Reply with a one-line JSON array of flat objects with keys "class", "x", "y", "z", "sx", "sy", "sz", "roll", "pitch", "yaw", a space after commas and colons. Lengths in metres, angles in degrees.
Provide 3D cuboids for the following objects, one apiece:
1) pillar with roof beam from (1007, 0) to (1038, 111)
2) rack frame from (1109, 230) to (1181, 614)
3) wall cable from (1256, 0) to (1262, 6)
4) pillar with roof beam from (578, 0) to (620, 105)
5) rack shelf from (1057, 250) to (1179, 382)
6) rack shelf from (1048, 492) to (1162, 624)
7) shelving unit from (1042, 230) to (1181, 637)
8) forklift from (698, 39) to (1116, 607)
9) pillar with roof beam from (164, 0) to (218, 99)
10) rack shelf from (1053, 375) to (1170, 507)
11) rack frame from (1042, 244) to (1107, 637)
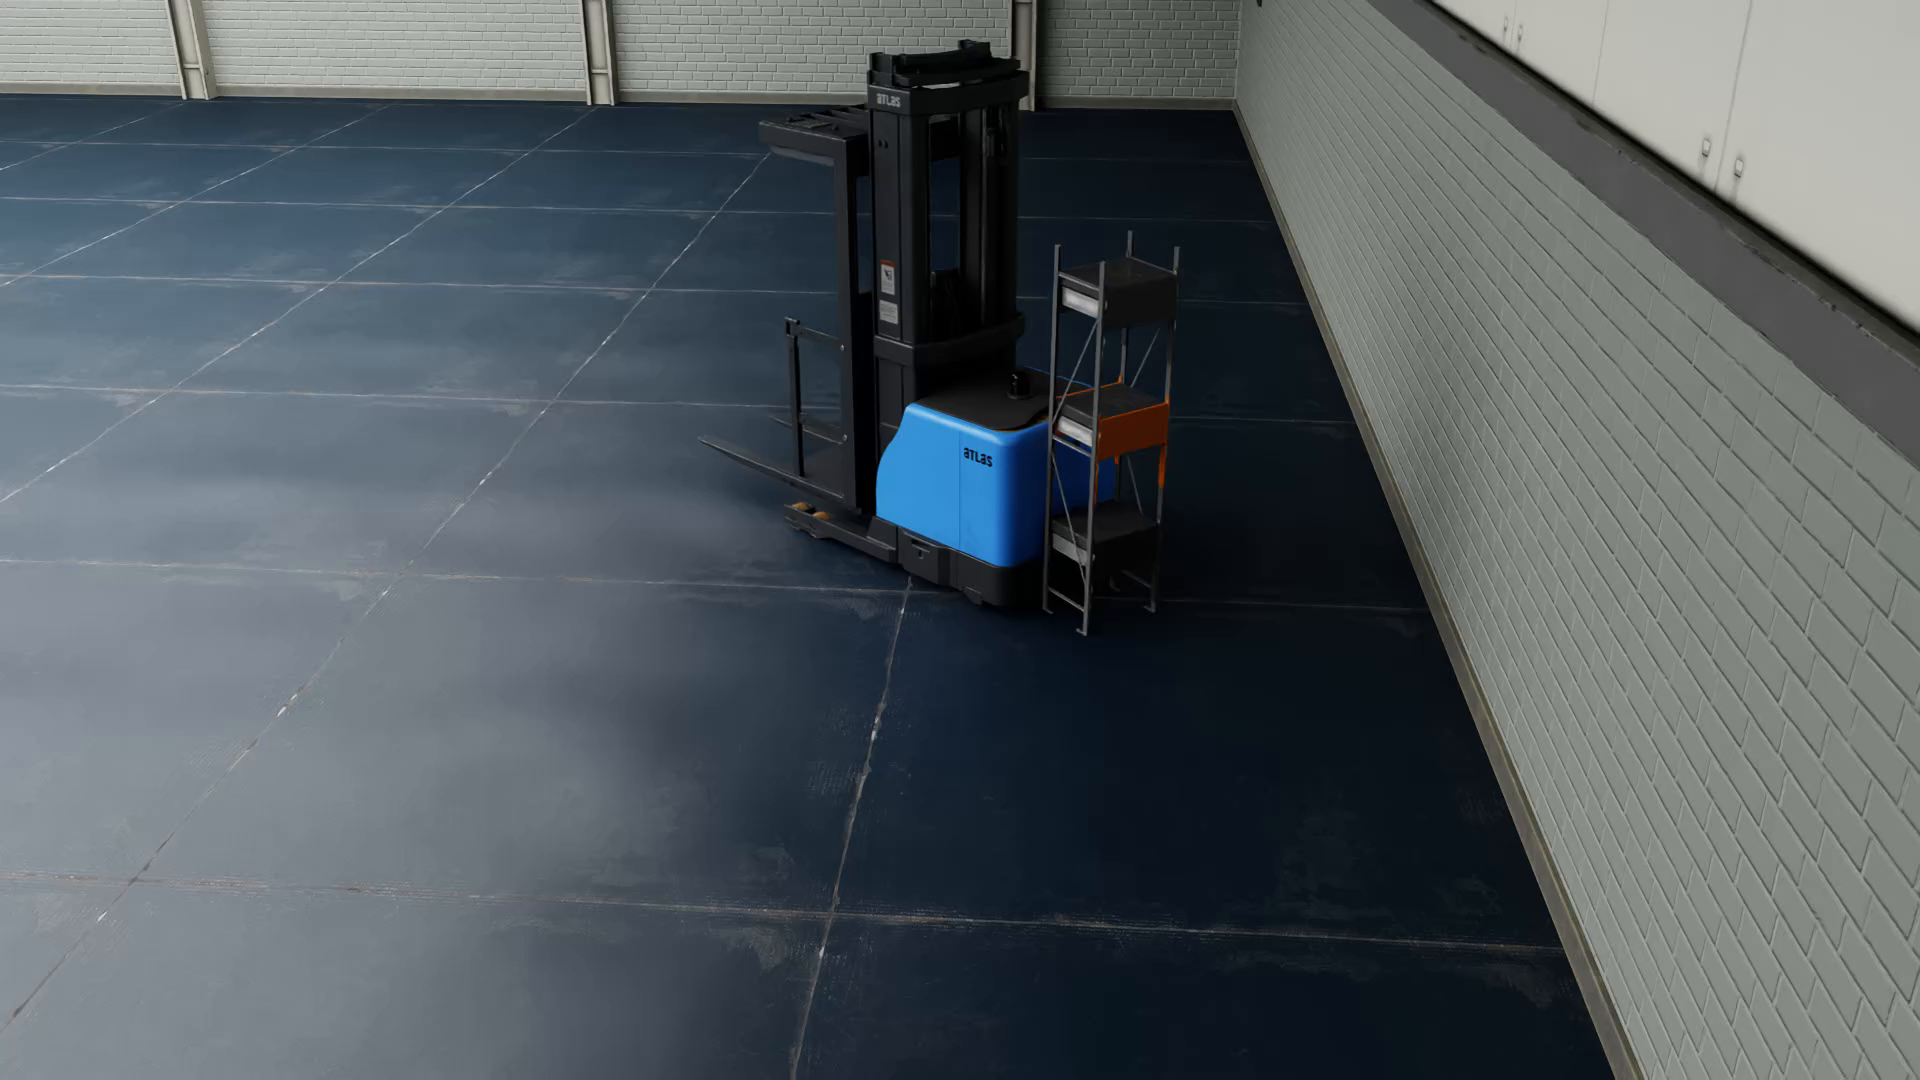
[{"class": "pillar with roof beam", "x": 0.536, "y": -8.381, "z": 17.698, "sx": 0.400, "sy": 9.000, "sz": 9.100, "roll": 2, "pitch": 25, "yaw": 4}, {"class": "rack frame", "x": 0.995, "y": -0.608, "z": 9.050, "sx": 0.015, "sy": 2.100, "sz": 0.400, "roll": -16, "pitch": 30, "yaw": -31}, {"class": "wall cable", "x": 3.702, "y": -8.119, "z": 20.843, "sx": 0.112, "sy": 2.526, "sz": 3.097, "roll": 2, "pitch": 25, "yaw": 4}, {"class": "pillar with roof beam", "x": -5.446, "y": -8.573, "z": 18.115, "sx": 0.400, "sy": 9.000, "sz": 9.100, "roll": 2, "pitch": 25, "yaw": 4}, {"class": "rack shelf", "x": 0.801, "y": -1.169, "z": 8.628, "sx": 0.480, "sy": 0.518, "sz": 0.431, "roll": -16, "pitch": 30, "yaw": -31}, {"class": "rack shelf", "x": 0.788, "y": 0.095, "z": 9.230, "sx": 0.480, "sy": 0.518, "sz": 0.431, "roll": -16, "pitch": 30, "yaw": -31}, {"class": "shelving unit", "x": 0.795, "y": -0.550, "z": 8.923, "sx": 0.503, "sy": 2.100, "sz": 0.431, "roll": -16, "pitch": 30, "yaw": -31}, {"class": "forklift", "x": -0.458, "y": -1.475, "z": 9.949, "sx": 3.031, "sy": 2.935, "sz": 1.130, "roll": 22, "pitch": 33, "yaw": 40}, {"class": "pillar with roof beam", "x": -11.428, "y": -8.765, "z": 18.532, "sx": 0.400, "sy": 9.000, "sz": 9.100, "roll": 2, "pitch": 25, "yaw": 4}, {"class": "rack shelf", "x": 0.795, "y": -0.537, "z": 8.929, "sx": 0.480, "sy": 0.518, "sz": 0.431, "roll": -16, "pitch": 30, "yaw": -31}, {"class": "rack frame", "x": 0.594, "y": -0.491, "z": 8.797, "sx": 0.015, "sy": 2.100, "sz": 0.400, "roll": -16, "pitch": 30, "yaw": -31}]
